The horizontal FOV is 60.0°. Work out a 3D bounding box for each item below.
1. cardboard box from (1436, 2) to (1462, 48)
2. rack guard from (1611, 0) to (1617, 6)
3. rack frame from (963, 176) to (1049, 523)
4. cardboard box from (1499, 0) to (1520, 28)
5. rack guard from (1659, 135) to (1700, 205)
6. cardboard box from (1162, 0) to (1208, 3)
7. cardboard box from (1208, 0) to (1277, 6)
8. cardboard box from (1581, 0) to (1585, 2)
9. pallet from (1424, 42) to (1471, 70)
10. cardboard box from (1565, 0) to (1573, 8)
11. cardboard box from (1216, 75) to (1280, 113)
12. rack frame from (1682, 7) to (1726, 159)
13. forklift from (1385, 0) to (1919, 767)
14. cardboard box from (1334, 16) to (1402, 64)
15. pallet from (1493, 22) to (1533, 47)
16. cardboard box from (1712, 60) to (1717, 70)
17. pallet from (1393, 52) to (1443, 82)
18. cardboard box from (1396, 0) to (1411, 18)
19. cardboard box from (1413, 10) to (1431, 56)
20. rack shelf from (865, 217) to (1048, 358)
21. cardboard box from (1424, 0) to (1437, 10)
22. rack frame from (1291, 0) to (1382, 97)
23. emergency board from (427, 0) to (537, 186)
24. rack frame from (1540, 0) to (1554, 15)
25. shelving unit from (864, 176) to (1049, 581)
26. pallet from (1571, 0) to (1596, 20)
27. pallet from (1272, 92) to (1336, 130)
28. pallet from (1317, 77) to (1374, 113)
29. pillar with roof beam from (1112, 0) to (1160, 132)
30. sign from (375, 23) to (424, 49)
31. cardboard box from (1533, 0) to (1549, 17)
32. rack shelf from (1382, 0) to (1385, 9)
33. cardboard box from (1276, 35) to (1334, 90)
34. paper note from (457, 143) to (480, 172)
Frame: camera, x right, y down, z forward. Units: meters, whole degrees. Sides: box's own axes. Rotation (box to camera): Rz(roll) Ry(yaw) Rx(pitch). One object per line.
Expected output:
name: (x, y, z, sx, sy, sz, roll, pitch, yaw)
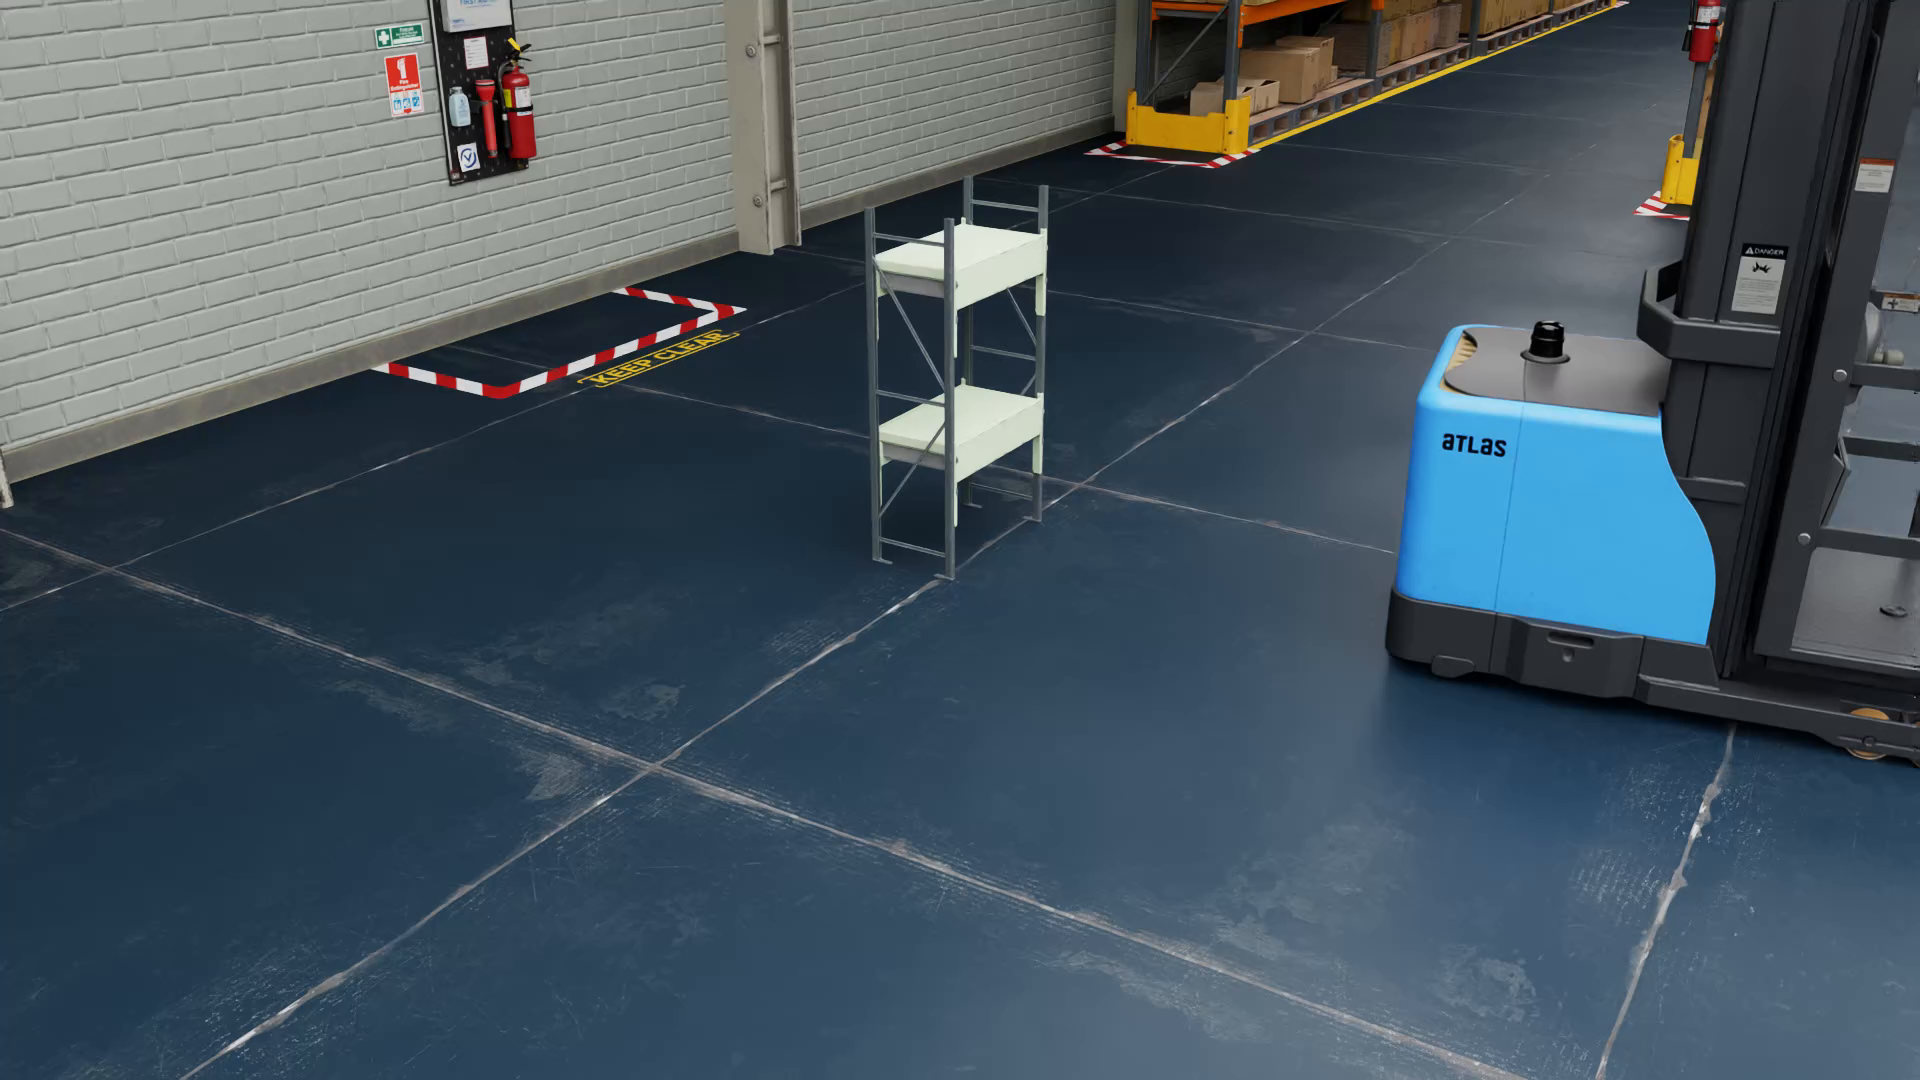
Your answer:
cardboard box: (6.013, -6.637, 21.399, 0.700, 0.500, 0.500, 14, 27, 30)
rack guard: (10.581, -9.397, 28.329, 1.175, 0.500, 0.348, 14, 27, 29)
rack frame: (0.190, -0.810, 7.232, 0.400, 1.500, 0.023, 14, 27, 29)
cardboard box: (7.315, -7.558, 23.109, 0.750, 0.750, 0.750, 14, 27, 29)
rack guard: (6.326, -2.944, 13.422, 1.175, 0.500, 0.348, 14, 27, 29)
cardboard box: (2.211, -5.275, 15.823, 0.500, 0.250, 0.500, 14, 27, 30)
cardboard box: (2.656, -5.175, 15.592, 0.500, 0.250, 0.500, 13, 27, 27)
cardboard box: (9.756, -8.986, 26.850, 0.700, 0.500, 0.500, 13, 27, 27)
pallet: (5.935, -6.293, 21.522, 1.003, 0.211, 1.213, 14, 27, 29)
cardboard box: (9.208, -8.632, 26.031, 0.700, 0.500, 0.500, 14, 27, 28)
cardboard box: (2.871, -4.511, 16.726, 0.500, 0.311, 0.500, 16, 28, 33)
rack frame: (6.339, -4.099, 12.944, 1.000, 3.000, 0.127, 14, 27, 29)
forklift: (3.141, -0.823, 5.461, 3.031, 2.935, 1.130, 9, 25, 20)
cardboard box: (4.843, -5.978, 19.876, 0.700, 0.500, 0.500, 13, 27, 28)
pallet: (7.473, -7.217, 23.656, 1.003, 0.211, 1.213, 14, 27, 29)
cardboard box: (6.884, -3.958, 14.607, 0.500, 0.500, 0.500, 14, 27, 29)
pallet: (5.291, -5.883, 20.574, 1.003, 0.211, 1.213, 14, 27, 29)
cardboard box: (5.113, -6.463, 20.052, 0.500, 0.250, 0.500, 13, 27, 27)
cardboard box: (5.405, -6.314, 20.652, 0.700, 0.500, 0.500, 14, 27, 29)
rack shelf: (-0.003, -1.044, 6.792, 0.431, 0.370, 0.720, 14, 27, 29)
cardboard box: (5.659, -6.802, 20.836, 0.500, 0.250, 0.500, 14, 27, 30)
rack frame: (4.239, -6.486, 18.458, 1.000, 3.000, 0.127, 14, 27, 29)
emergency board: (-2.738, -2.703, 9.717, 0.194, 1.169, 0.643, 14, 27, 29)
rack frame: (8.459, -9.186, 24.695, 1.000, 3.000, 0.127, 14, 27, 29)
shelving unit: (-0.004, -0.686, 6.947, 0.431, 1.500, 0.755, 14, 27, 29)
pallet: (9.569, -8.560, 26.759, 1.003, 0.211, 1.213, 14, 27, 29)
pallet: (3.272, -4.559, 17.516, 1.003, 0.211, 1.213, 14, 27, 29)
pallet: (3.914, -4.973, 18.471, 1.003, 0.211, 1.213, 14, 27, 29)
pillar with roof beam: (5.420, -7.405, 13.028, 9.100, 9.000, 0.400, 14, 27, 29)
sign: (-3.107, -2.797, 9.223, 0.001, 0.109, 0.331, 14, 27, 29)
cardboard box: (8.226, -8.146, 24.469, 0.750, 0.750, 0.750, 14, 27, 30)
rack shelf: (5.294, -6.831, 20.160, 1.077, 0.370, 4.000, 14, 27, 29)
cardboard box: (3.725, -5.182, 18.038, 0.500, 0.500, 0.500, 12, 26, 25)
paper note: (-2.890, -2.253, 9.788, 0.016, 0.148, 0.142, 14, 27, 29)
